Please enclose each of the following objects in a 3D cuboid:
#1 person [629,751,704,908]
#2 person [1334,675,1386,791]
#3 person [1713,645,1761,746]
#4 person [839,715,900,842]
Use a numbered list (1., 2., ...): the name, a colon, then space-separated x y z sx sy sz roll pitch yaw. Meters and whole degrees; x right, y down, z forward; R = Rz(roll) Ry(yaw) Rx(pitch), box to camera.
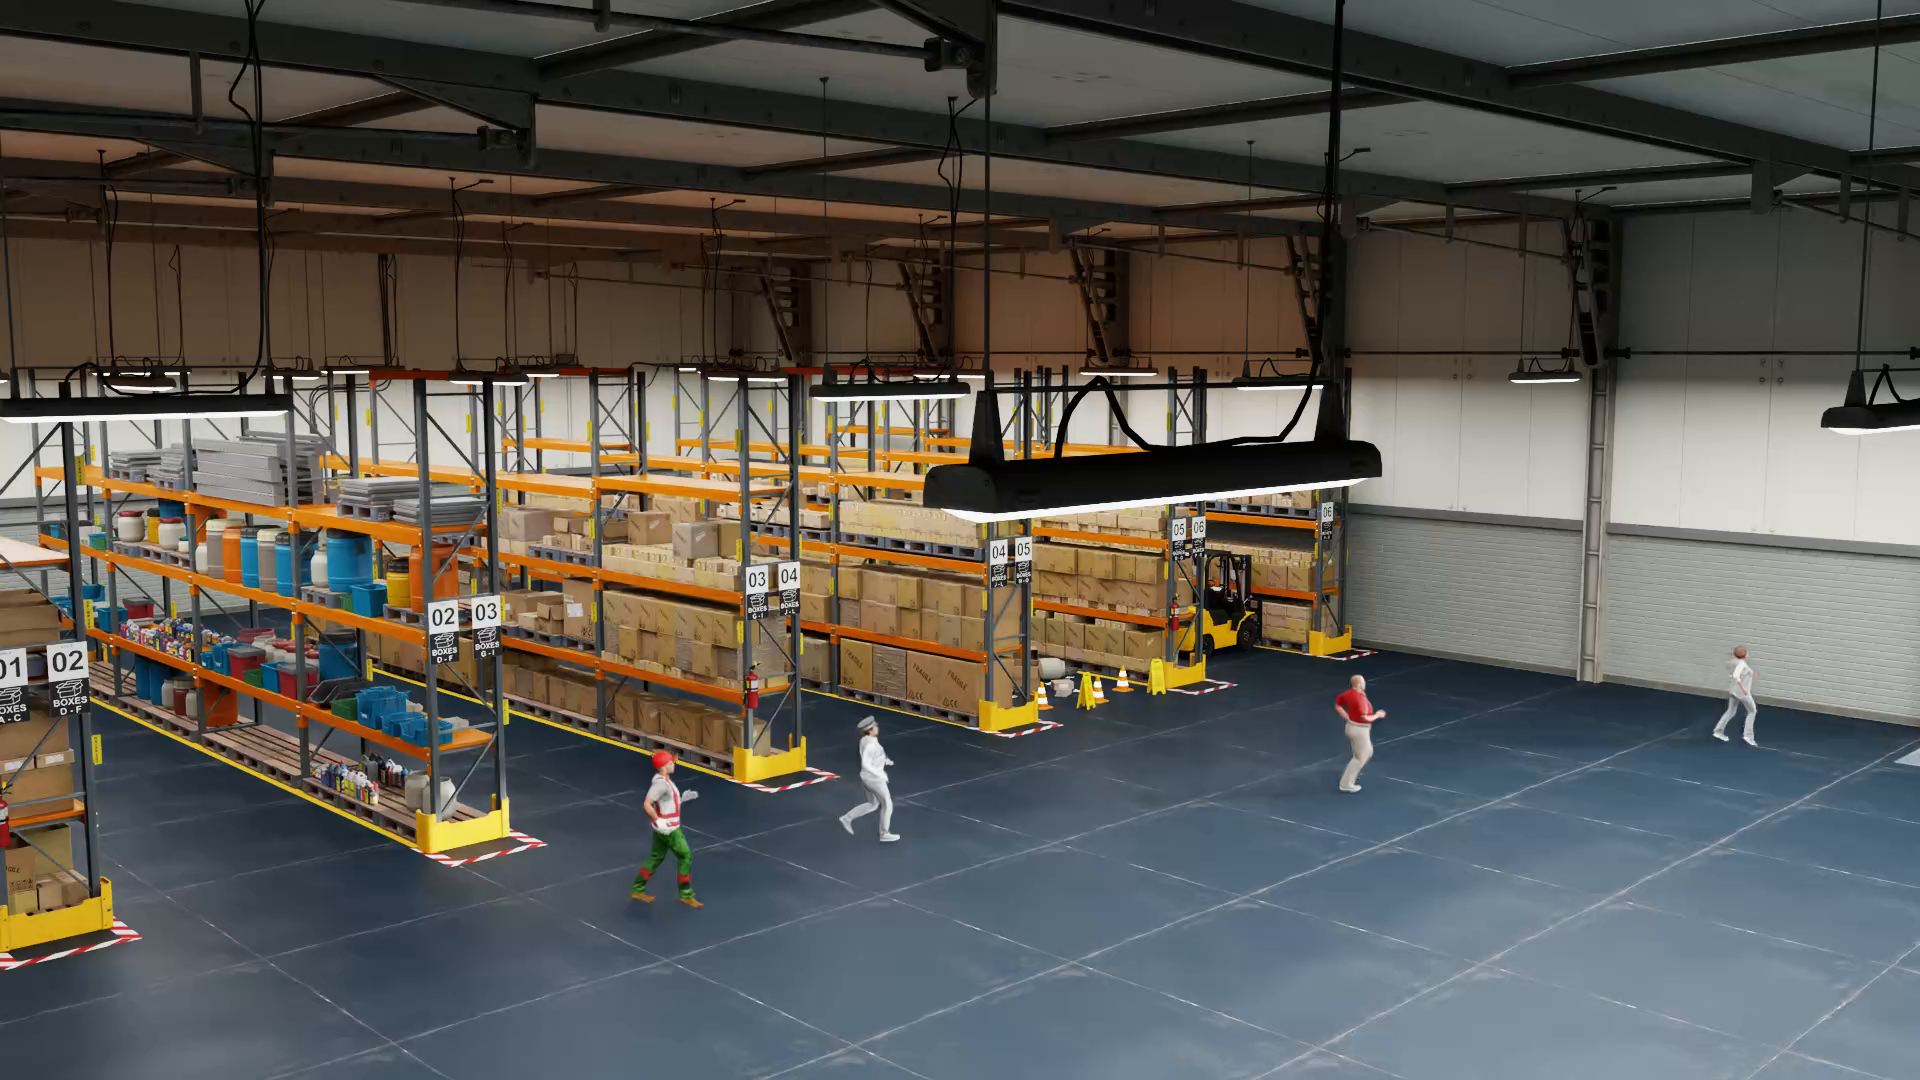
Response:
1. person: -3.351 3.303 18.885 0.830 1.838 0.654 -2 7 -20
2. person: 5.779 2.794 23.961 0.660 1.737 0.644 -1 7 -9
3. person: 12.552 2.511 26.802 0.728 1.646 0.507 -1 6 -7
4. person: -1.153 3.085 21.460 0.766 1.662 0.625 -2 7 -16
